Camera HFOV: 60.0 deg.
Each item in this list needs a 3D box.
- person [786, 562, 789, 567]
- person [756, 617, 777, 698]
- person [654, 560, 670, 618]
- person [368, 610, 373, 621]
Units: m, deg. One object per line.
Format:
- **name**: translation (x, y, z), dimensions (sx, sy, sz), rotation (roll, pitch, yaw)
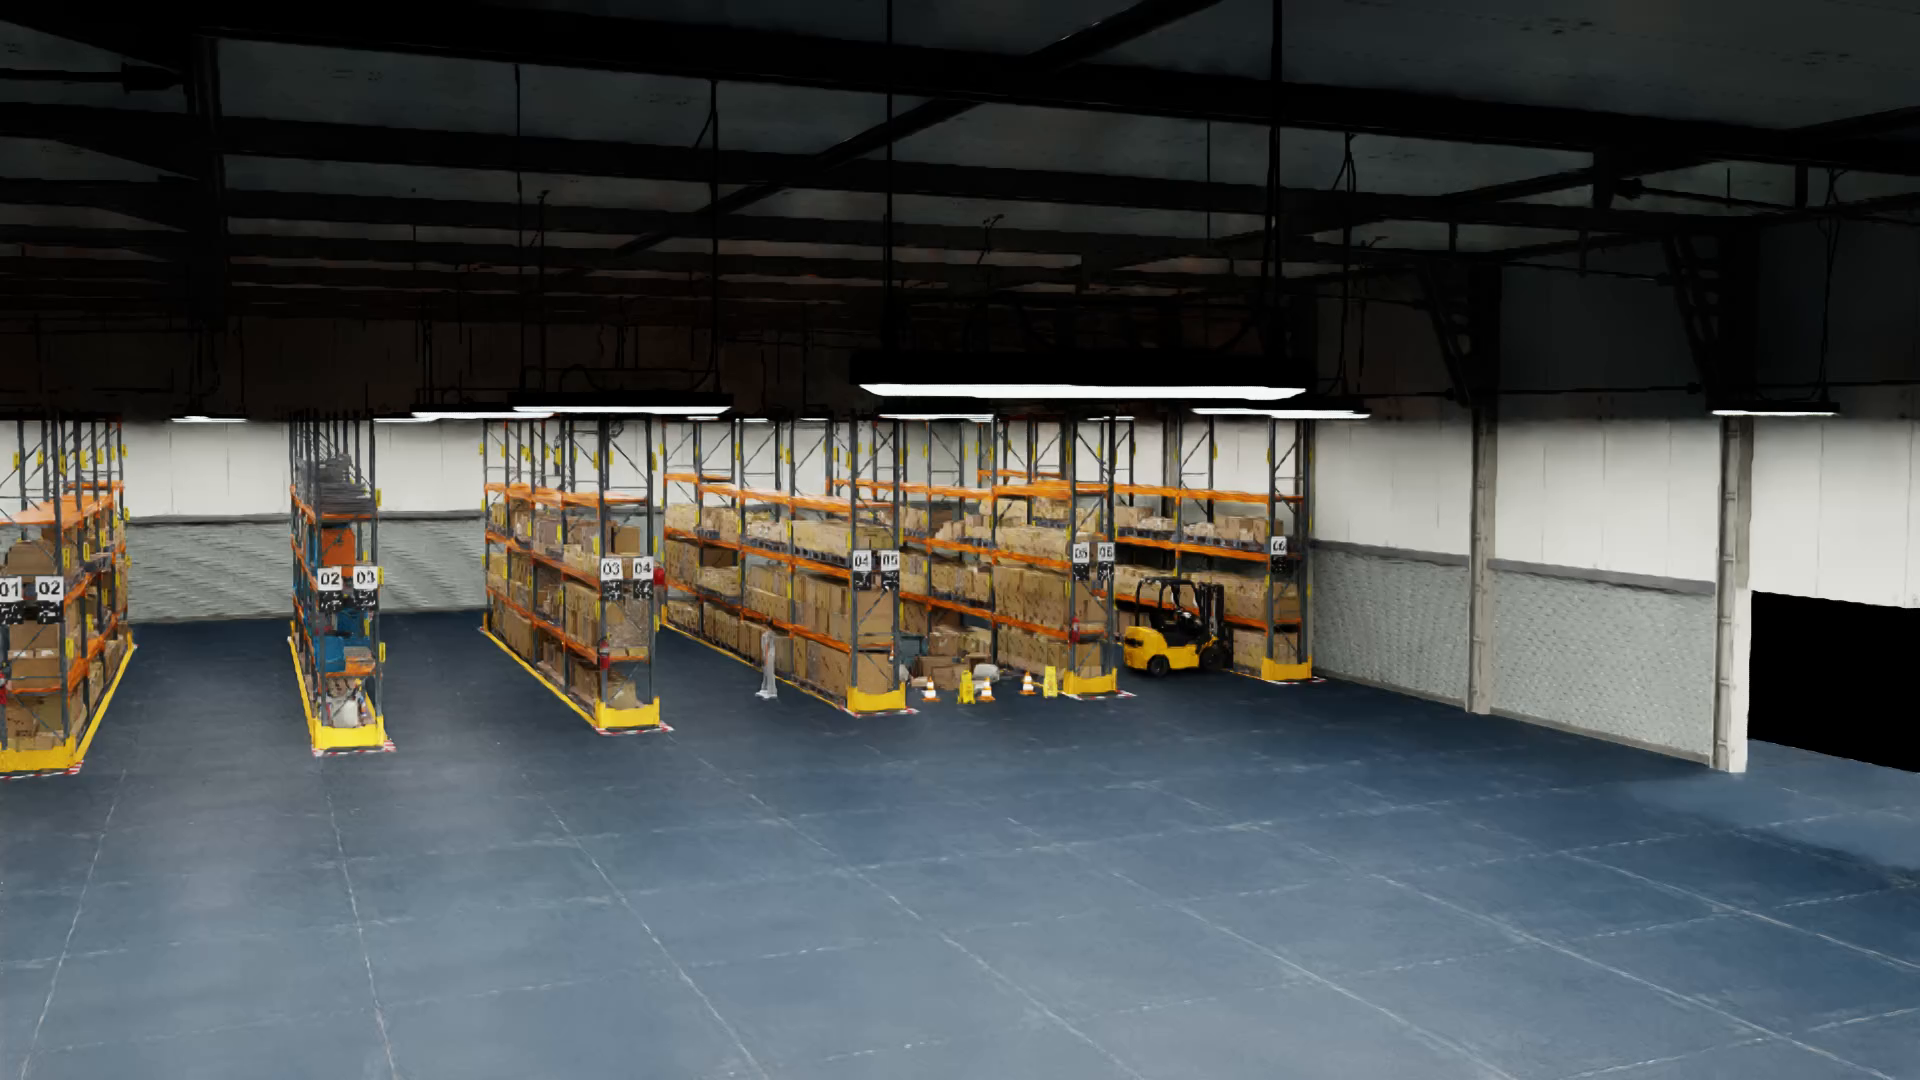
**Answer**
- **person**: translation (-4.983, 1.444, 49.348), dimensions (0.529, 1.655, 0.590), rotation (-3, 5, -38)
- **person**: translation (-4.046, 2.440, 34.754), dimensions (0.473, 1.675, 0.487), rotation (0, 4, 7)
- **person**: translation (-8.807, 1.444, 48.965), dimensions (0.599, 1.714, 0.592), rotation (2, 4, 25)
- **person**: translation (-17.102, 1.537, 48.216), dimensions (0.456, 1.612, 1.019), rotation (-2, 4, -24)
